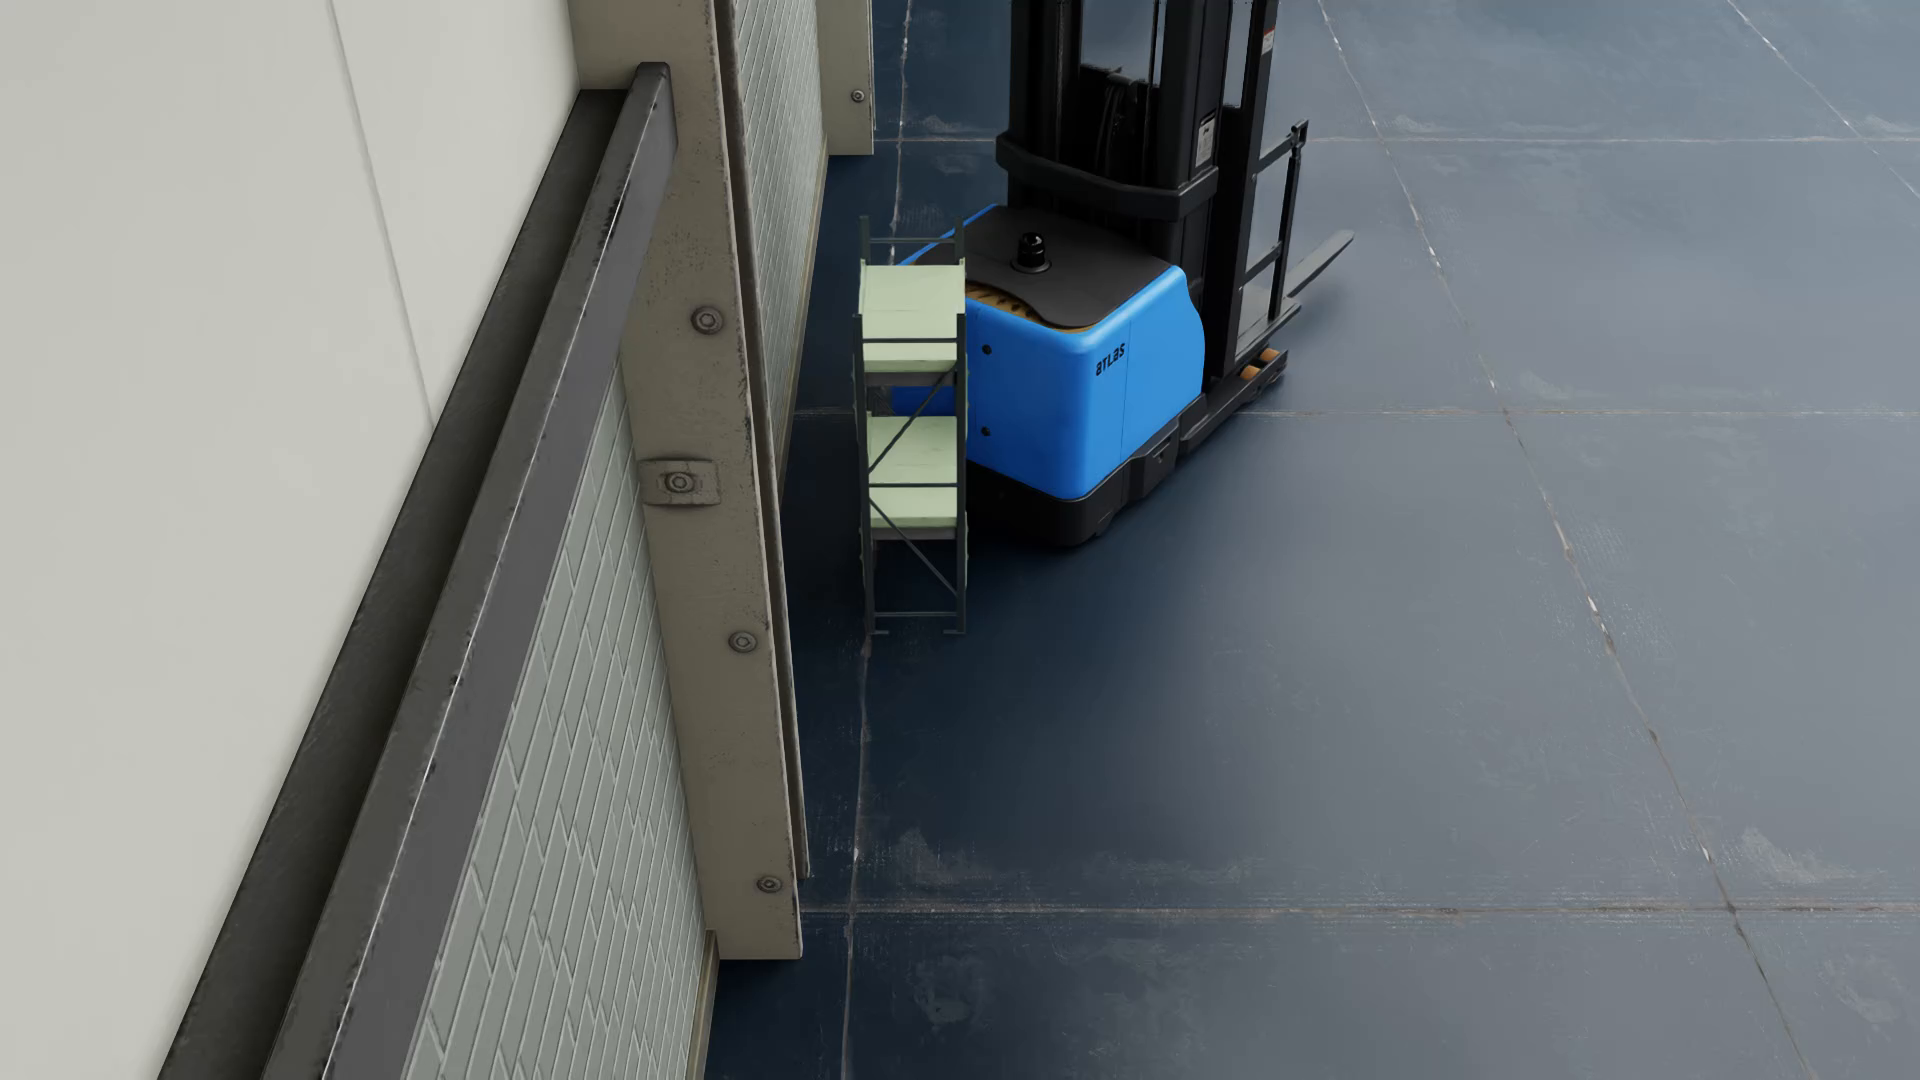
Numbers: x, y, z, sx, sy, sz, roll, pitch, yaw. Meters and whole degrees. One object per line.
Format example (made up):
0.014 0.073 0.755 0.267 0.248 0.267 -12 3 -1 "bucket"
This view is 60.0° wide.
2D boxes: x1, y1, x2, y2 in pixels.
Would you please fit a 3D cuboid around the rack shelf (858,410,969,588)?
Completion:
-0.183 -0.179 6.795 0.431 0.370 0.720 0 39 0 "rack shelf"

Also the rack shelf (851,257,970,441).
-0.183 -0.738 6.347 0.431 0.370 0.720 0 39 0 "rack shelf"

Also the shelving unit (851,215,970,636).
-0.183 -0.433 6.591 0.431 1.500 0.755 0 39 0 "shelving unit"

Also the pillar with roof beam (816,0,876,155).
3.617 -6.002 7.543 9.100 9.000 0.400 0 39 0 "pillar with roof beam"

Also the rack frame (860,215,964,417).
-0.186 -0.662 6.877 0.400 1.500 0.023 0 39 0 "rack frame"

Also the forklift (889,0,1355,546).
0.959 -1.990 7.389 1.130 2.935 3.031 25 45 28 "forklift"

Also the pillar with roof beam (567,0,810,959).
3.624 -2.249 2.861 9.100 9.000 0.400 0 39 0 "pillar with roof beam"

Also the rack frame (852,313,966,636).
-0.179 -0.204 6.306 0.400 1.500 0.023 0 39 0 "rack frame"
